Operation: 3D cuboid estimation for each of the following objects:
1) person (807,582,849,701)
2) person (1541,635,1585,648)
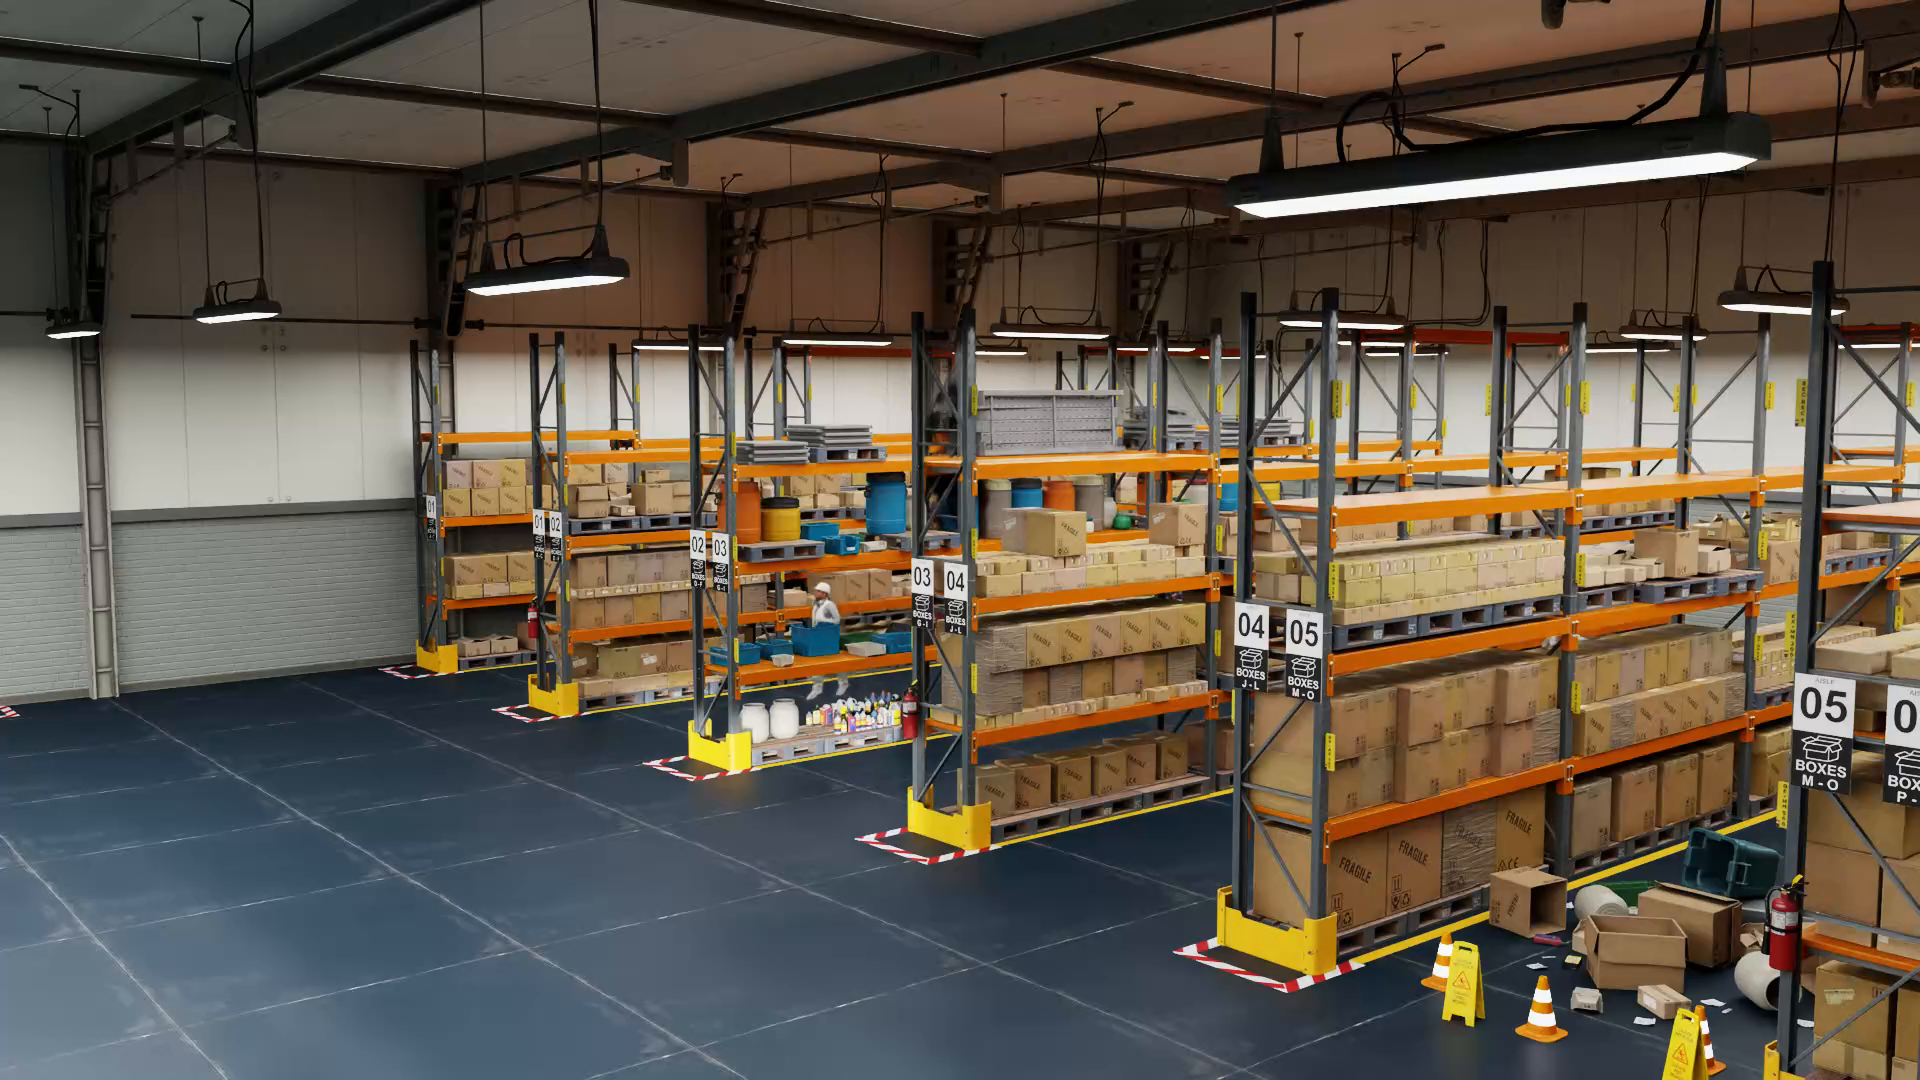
[{"bbox_3d":[-2.067,1.585,26.164,0.729,1.849,0.675,-4,7,-37],"label":"person"},{"bbox_3d":[8.842,2.002,24.420,0.836,1.846,0.661,-4,7,-37],"label":"person"}]
